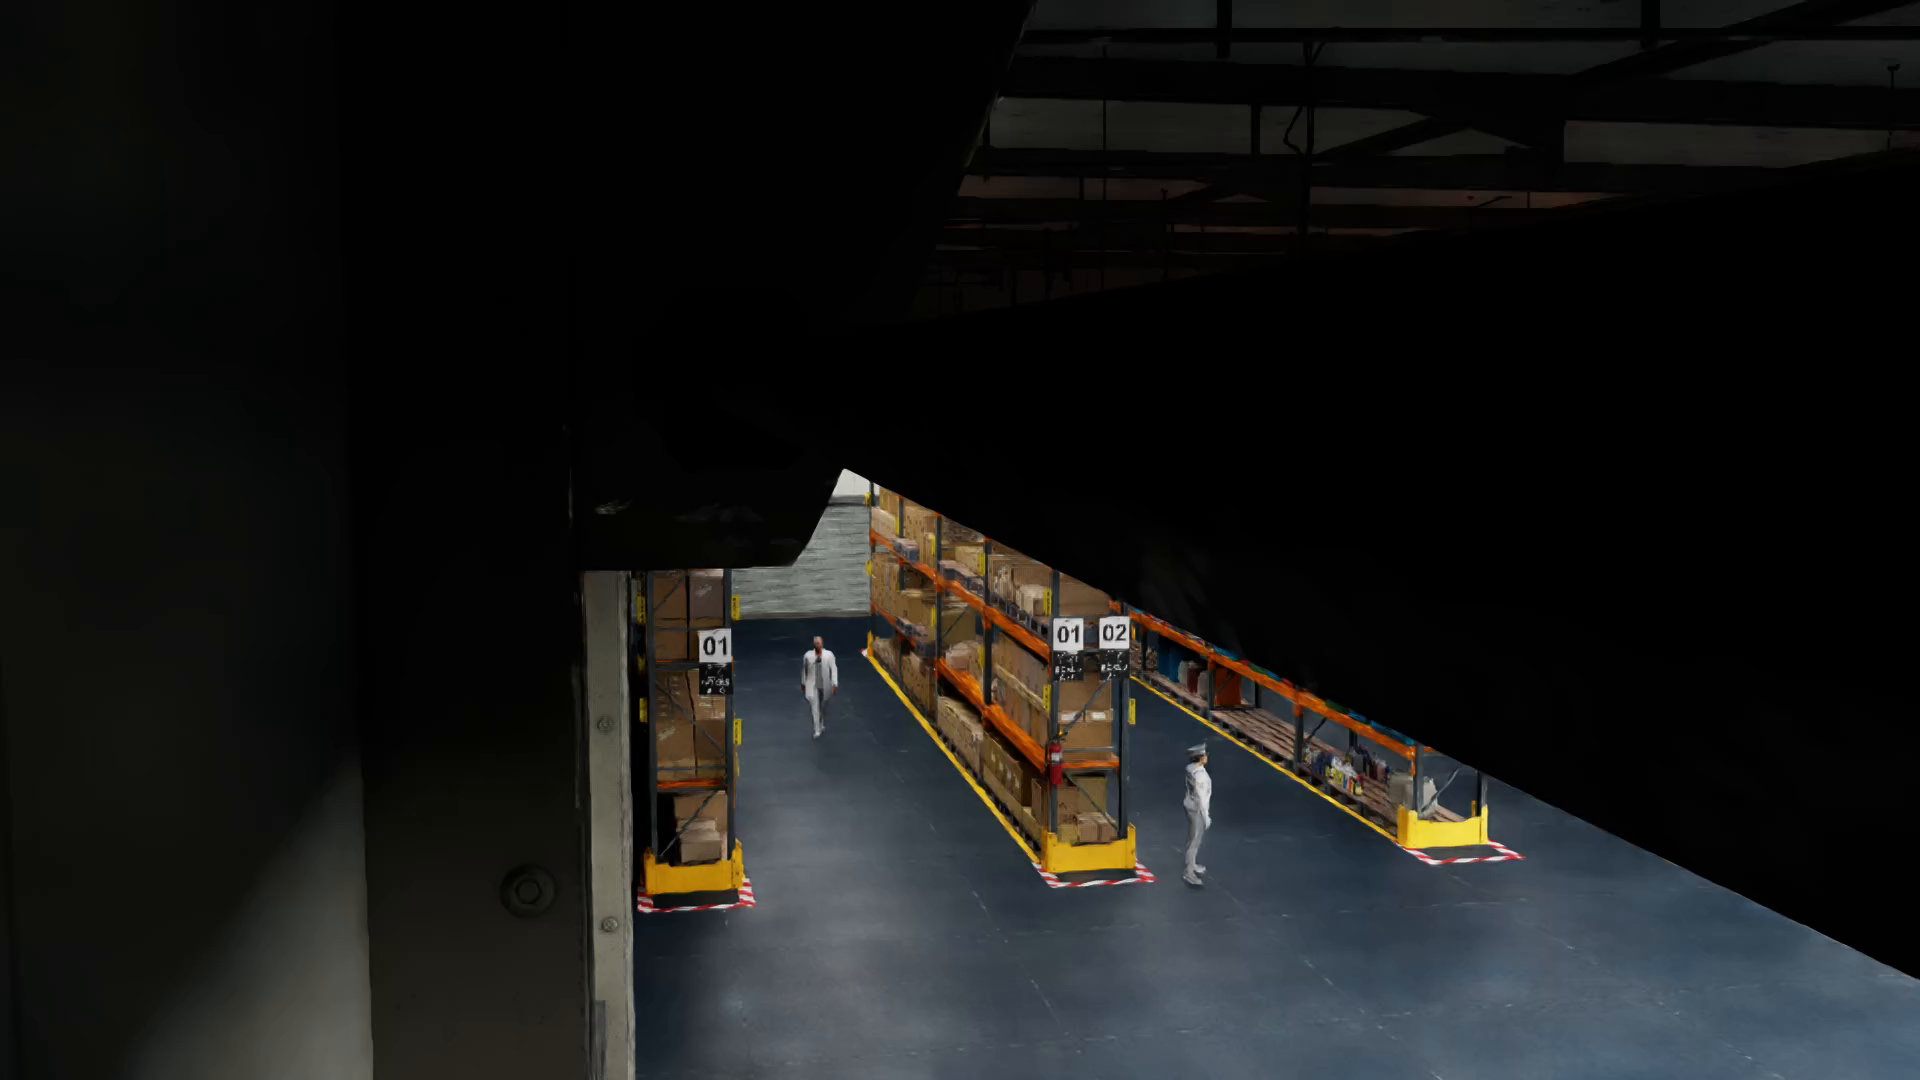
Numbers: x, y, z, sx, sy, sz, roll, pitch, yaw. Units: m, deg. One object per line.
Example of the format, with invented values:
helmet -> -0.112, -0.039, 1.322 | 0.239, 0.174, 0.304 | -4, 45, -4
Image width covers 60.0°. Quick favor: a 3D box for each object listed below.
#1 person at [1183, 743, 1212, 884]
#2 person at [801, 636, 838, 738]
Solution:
person -> 2.922, 3.339, 20.530 | 0.367, 1.685, 0.632 | -1, 6, -6
person -> -2.406, 2.492, 28.532 | 0.604, 1.725, 1.110 | -1, 6, -12
